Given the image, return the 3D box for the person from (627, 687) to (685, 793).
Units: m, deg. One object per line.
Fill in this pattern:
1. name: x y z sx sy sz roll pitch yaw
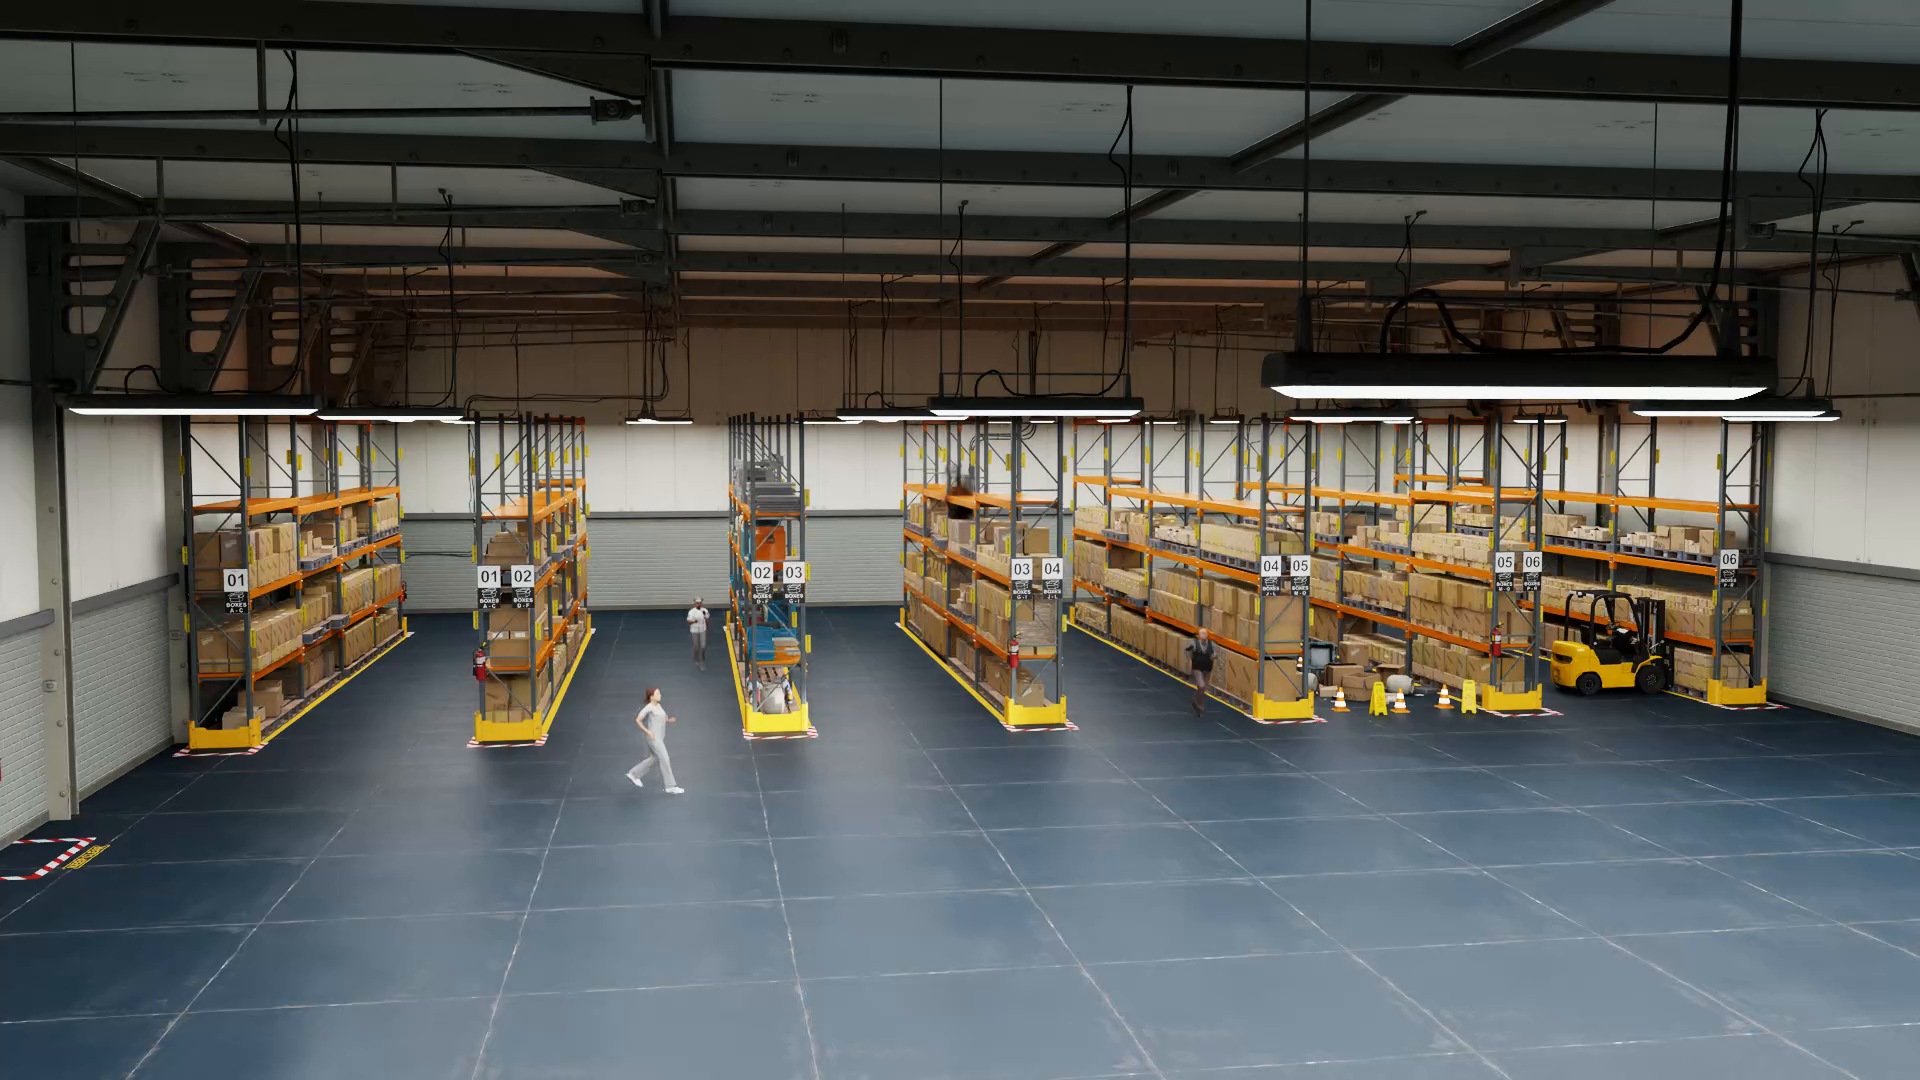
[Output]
1. person: -4.761 3.102 25.922 0.969 1.648 0.567 1 4 9

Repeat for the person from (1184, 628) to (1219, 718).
1. person: 4.804 2.633 33.080 0.631 1.777 0.830 -1 4 -16

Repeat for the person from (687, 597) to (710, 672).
1. person: -6.167 2.207 39.194 0.537 1.754 0.742 -1 4 -11

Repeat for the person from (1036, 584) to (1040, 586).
1. person: 1.959 1.559 48.834 0.655 1.757 0.821 -3 5 -34
